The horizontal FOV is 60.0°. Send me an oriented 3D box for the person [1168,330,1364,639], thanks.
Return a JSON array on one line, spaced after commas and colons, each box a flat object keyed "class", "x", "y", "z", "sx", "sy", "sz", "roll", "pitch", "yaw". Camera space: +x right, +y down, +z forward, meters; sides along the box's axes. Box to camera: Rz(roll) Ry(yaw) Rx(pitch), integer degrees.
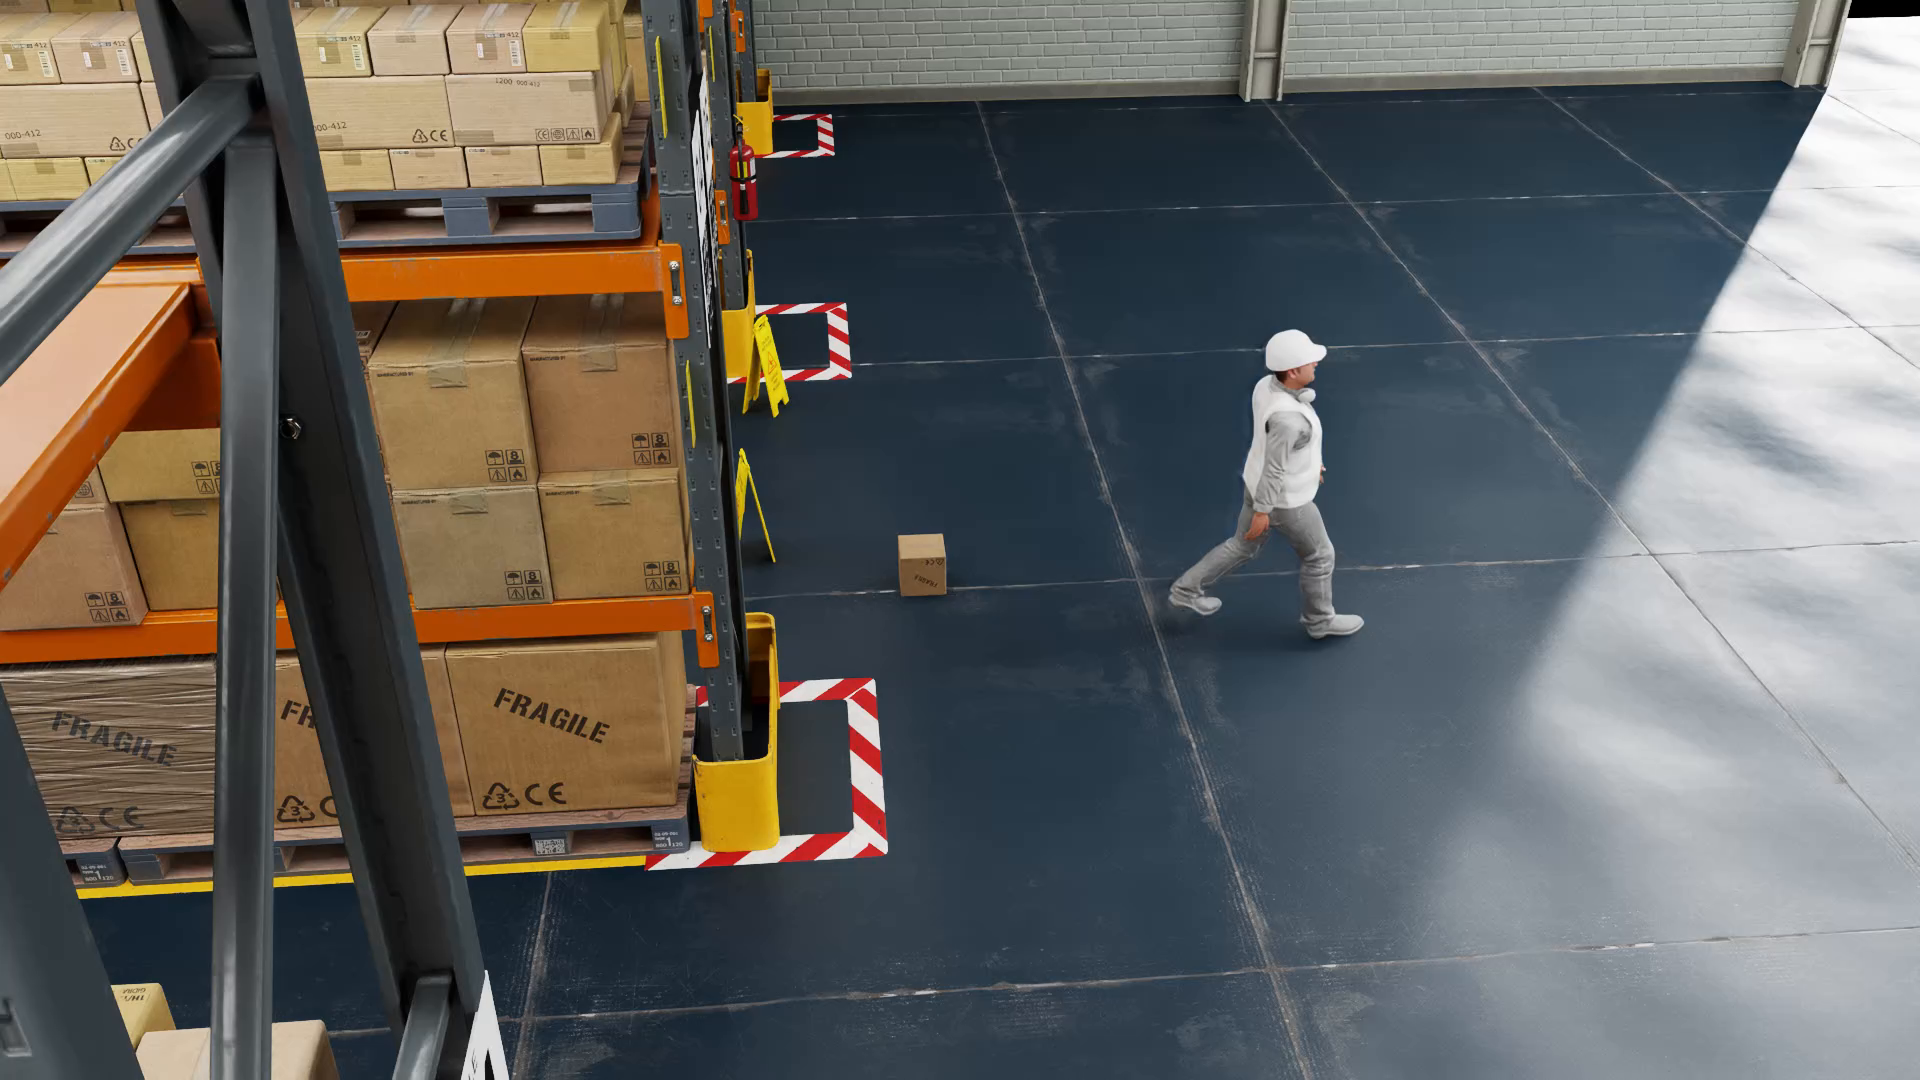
[{"class": "person", "x": 1.627, "y": -0.275, "z": 8.471, "sx": 1.018, "sy": 1.733, "sz": 0.549, "roll": -3, "pitch": 31, "yaw": -4}]
